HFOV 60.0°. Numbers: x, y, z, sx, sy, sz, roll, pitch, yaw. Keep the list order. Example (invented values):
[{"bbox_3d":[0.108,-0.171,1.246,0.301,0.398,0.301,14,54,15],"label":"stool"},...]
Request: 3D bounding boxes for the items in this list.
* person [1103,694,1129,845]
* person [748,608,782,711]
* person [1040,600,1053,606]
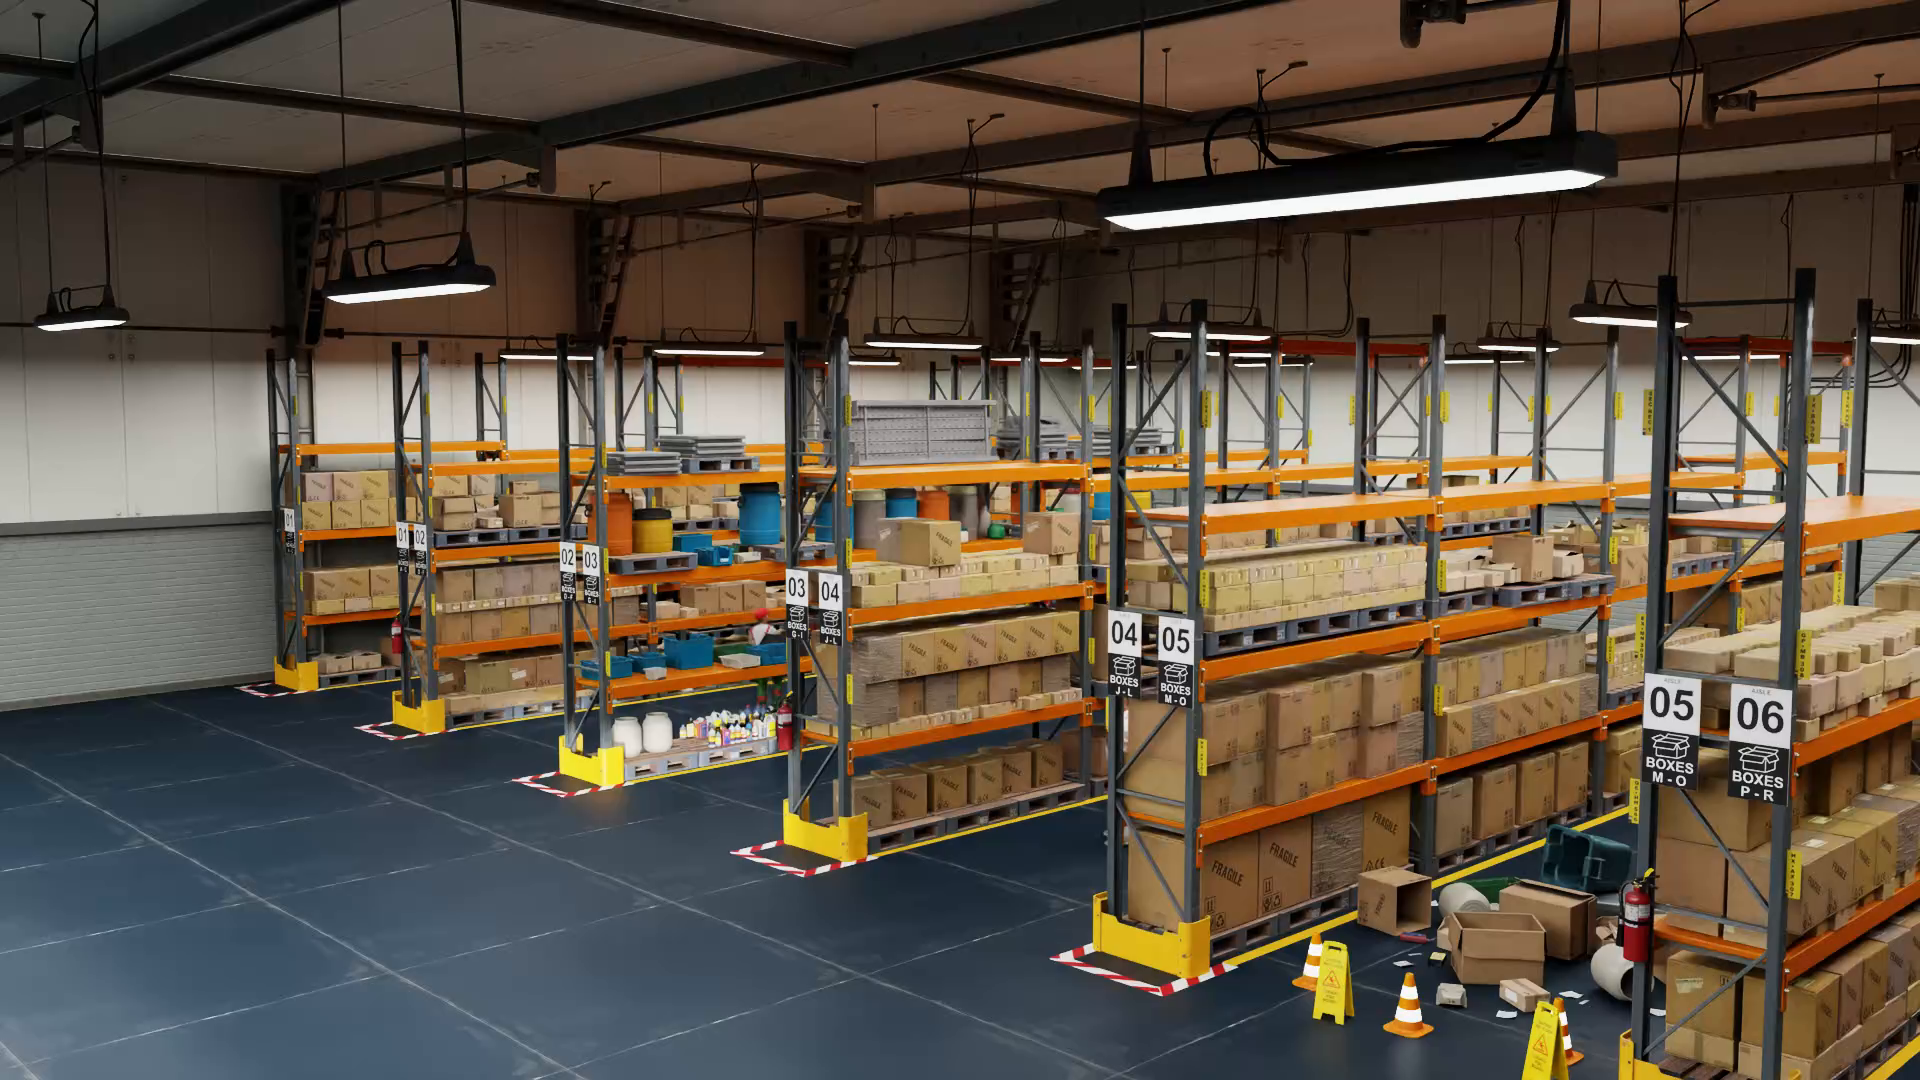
[{"bbox_3d":[1.879,2.627,19.293,0.435,1.747,0.620,1,5,8],"label":"person"},{"bbox_3d":[-3.127,1.976,26.671,0.529,1.823,0.509,0,5,4],"label":"person"},{"bbox_3d":[1.663,1.501,32.704,0.662,1.675,1.072,5,7,42],"label":"person"}]
